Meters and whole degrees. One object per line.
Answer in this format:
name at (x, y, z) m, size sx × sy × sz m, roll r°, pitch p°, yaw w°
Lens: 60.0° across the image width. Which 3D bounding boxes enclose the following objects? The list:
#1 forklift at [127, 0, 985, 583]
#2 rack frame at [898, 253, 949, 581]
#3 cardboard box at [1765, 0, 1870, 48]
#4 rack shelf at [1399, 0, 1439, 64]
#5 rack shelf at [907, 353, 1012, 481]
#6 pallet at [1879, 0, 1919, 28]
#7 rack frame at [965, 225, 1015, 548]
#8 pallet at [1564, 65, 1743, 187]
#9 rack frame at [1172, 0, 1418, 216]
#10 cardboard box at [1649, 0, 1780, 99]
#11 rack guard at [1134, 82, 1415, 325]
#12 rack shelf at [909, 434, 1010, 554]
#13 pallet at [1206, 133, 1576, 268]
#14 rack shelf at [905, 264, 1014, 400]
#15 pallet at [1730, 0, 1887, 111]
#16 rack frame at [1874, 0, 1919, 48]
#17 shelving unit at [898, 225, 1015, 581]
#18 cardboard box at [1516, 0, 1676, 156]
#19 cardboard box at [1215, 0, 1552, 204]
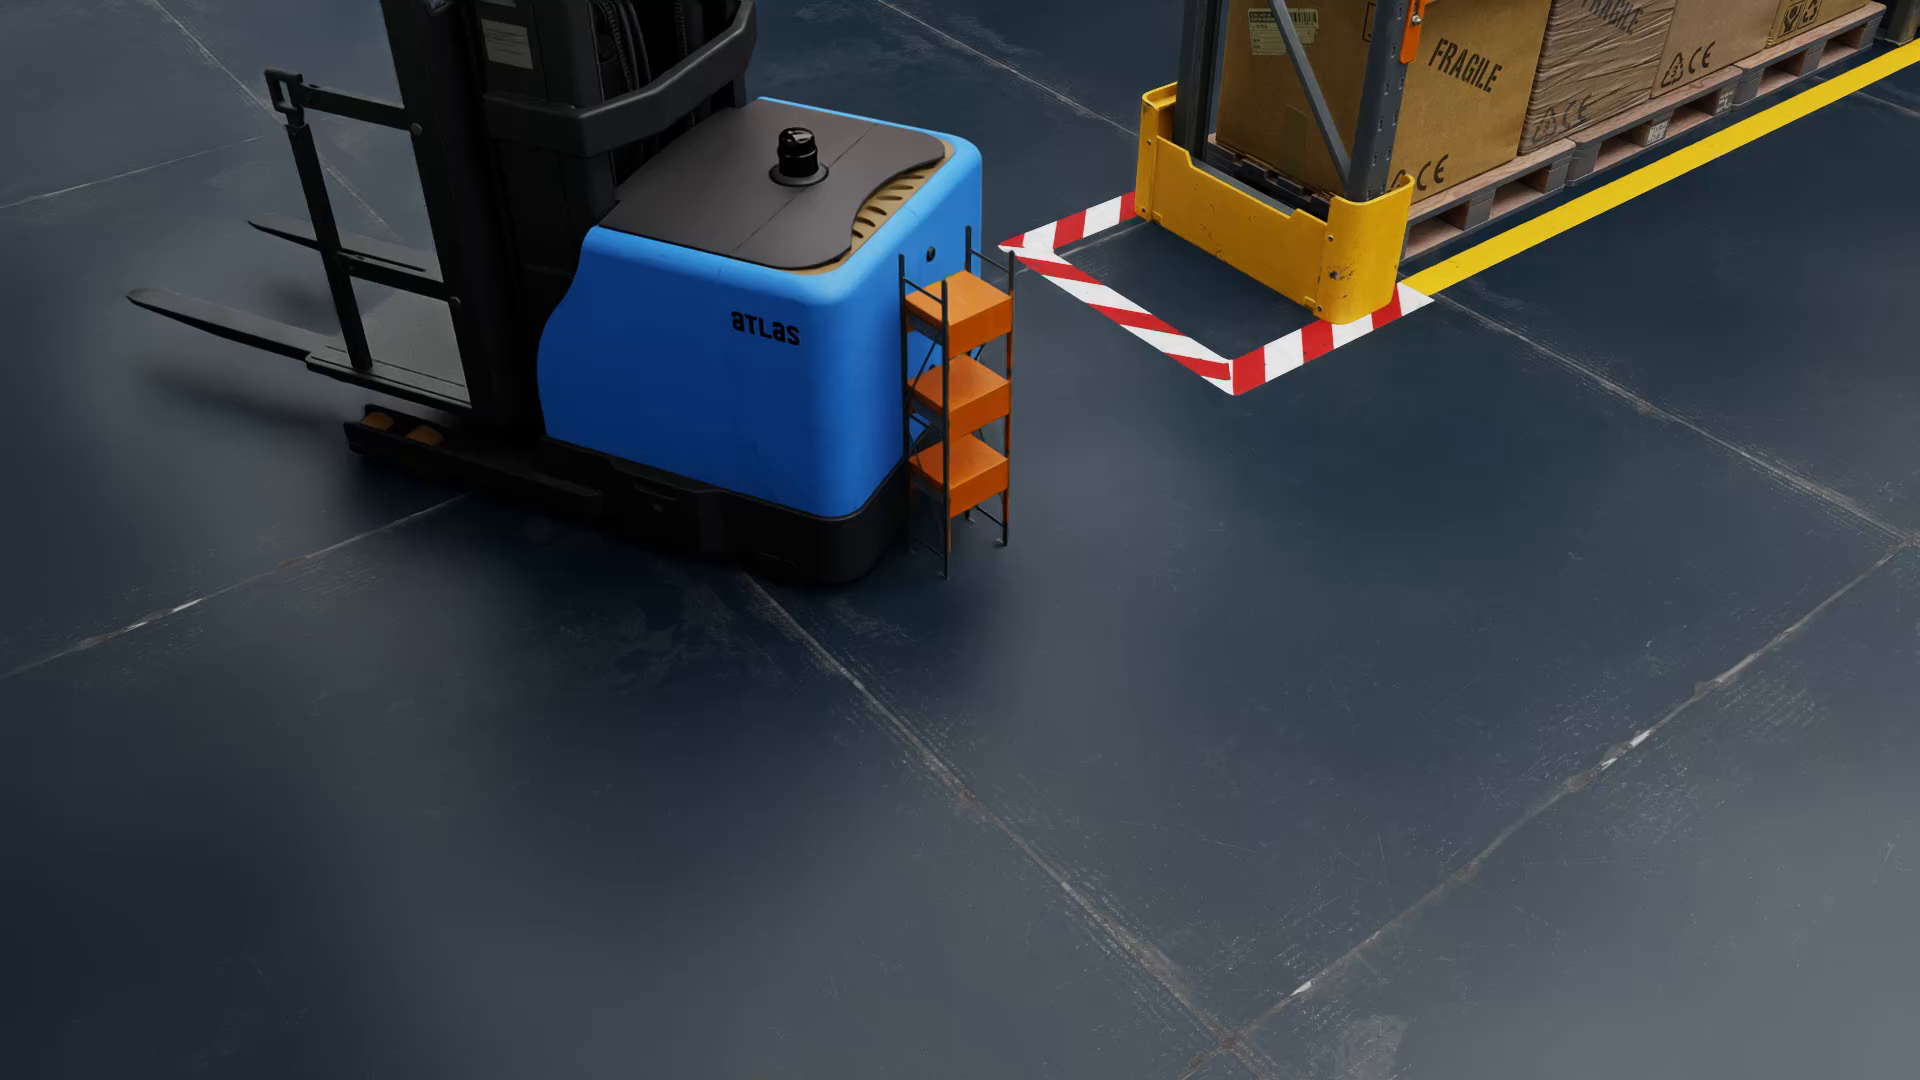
forklift at (-1.479, -1.629, 4.925) m, size 3.031 × 2.935 × 1.130 m, roll 16°, pitch 42°, yaw 19°
rack frame at (-0.101, -0.330, 4.824) m, size 0.008 × 1.050 × 0.200 m, roll -29°, pitch 47°, yaw -30°
cardboard box at (3.810, -2.991, 7.875) m, size 0.875 × 0.875 × 0.875 m, roll -26°, pitch 46°, yaw -28°
rack shelf at (2.796, -2.813, 6.882) m, size 4.000 × 0.370 × 1.077 m, roll -26°, pitch 46°, yaw -28°
rack shelf at (-0.009, -0.372, 4.893) m, size 0.240 × 0.259 × 0.215 m, roll -29°, pitch 47°, yaw -30°
pallet at (4.948, -3.122, 8.890) m, size 1.213 × 0.211 × 1.003 m, roll -26°, pitch 46°, yaw -28°
rack frame at (0.084, -0.431, 4.948) m, size 0.008 × 1.050 × 0.200 m, roll -29°, pitch 47°, yaw -30°
pallet at (2.763, -2.058, 7.592) m, size 1.213 × 0.211 × 1.003 m, roll -26°, pitch 46°, yaw -28°
rack frame at (1.210, -2.319, 5.711) m, size 0.127 × 3.000 × 1.000 m, roll -26°, pitch 46°, yaw -28°
cardboard box at (3.096, -2.643, 7.451) m, size 0.875 × 0.875 × 0.875 m, roll -26°, pitch 46°, yaw -28°
rack guard at (1.191, -1.343, 6.493) m, size 0.348 × 0.500 × 1.175 m, roll -26°, pitch 46°, yaw -28°
rack shelf at (-0.009, -0.157, 5.069) m, size 0.240 × 0.259 × 0.215 m, roll -29°, pitch 47°, yaw -30°
pallet at (1.796, -1.589, 7.020) m, size 1.213 × 0.211 × 1.003 m, roll -26°, pitch 46°, yaw -28°
rack shelf at (-0.009, -0.592, 4.713) m, size 0.240 × 0.259 × 0.215 m, roll -29°, pitch 47°, yaw -30°
pallet at (3.731, -2.532, 8.170) m, size 1.213 × 0.211 × 1.003 m, roll -26°, pitch 46°, yaw -28°
rack frame at (4.382, -3.864, 7.596) m, size 0.127 × 3.000 × 1.000 m, roll -26°, pitch 46°, yaw -28°
shelving unit at (-0.009, -0.380, 4.886) m, size 0.252 × 1.050 × 0.215 m, roll -29°, pitch 47°, yaw -30°
cardboard box at (2.390, -2.299, 7.031) m, size 0.875 × 0.875 × 0.875 m, roll -26°, pitch 46°, yaw -28°
cardboard box at (1.669, -1.947, 6.603) m, size 0.875 × 0.875 × 0.875 m, roll -26°, pitch 46°, yaw -28°
